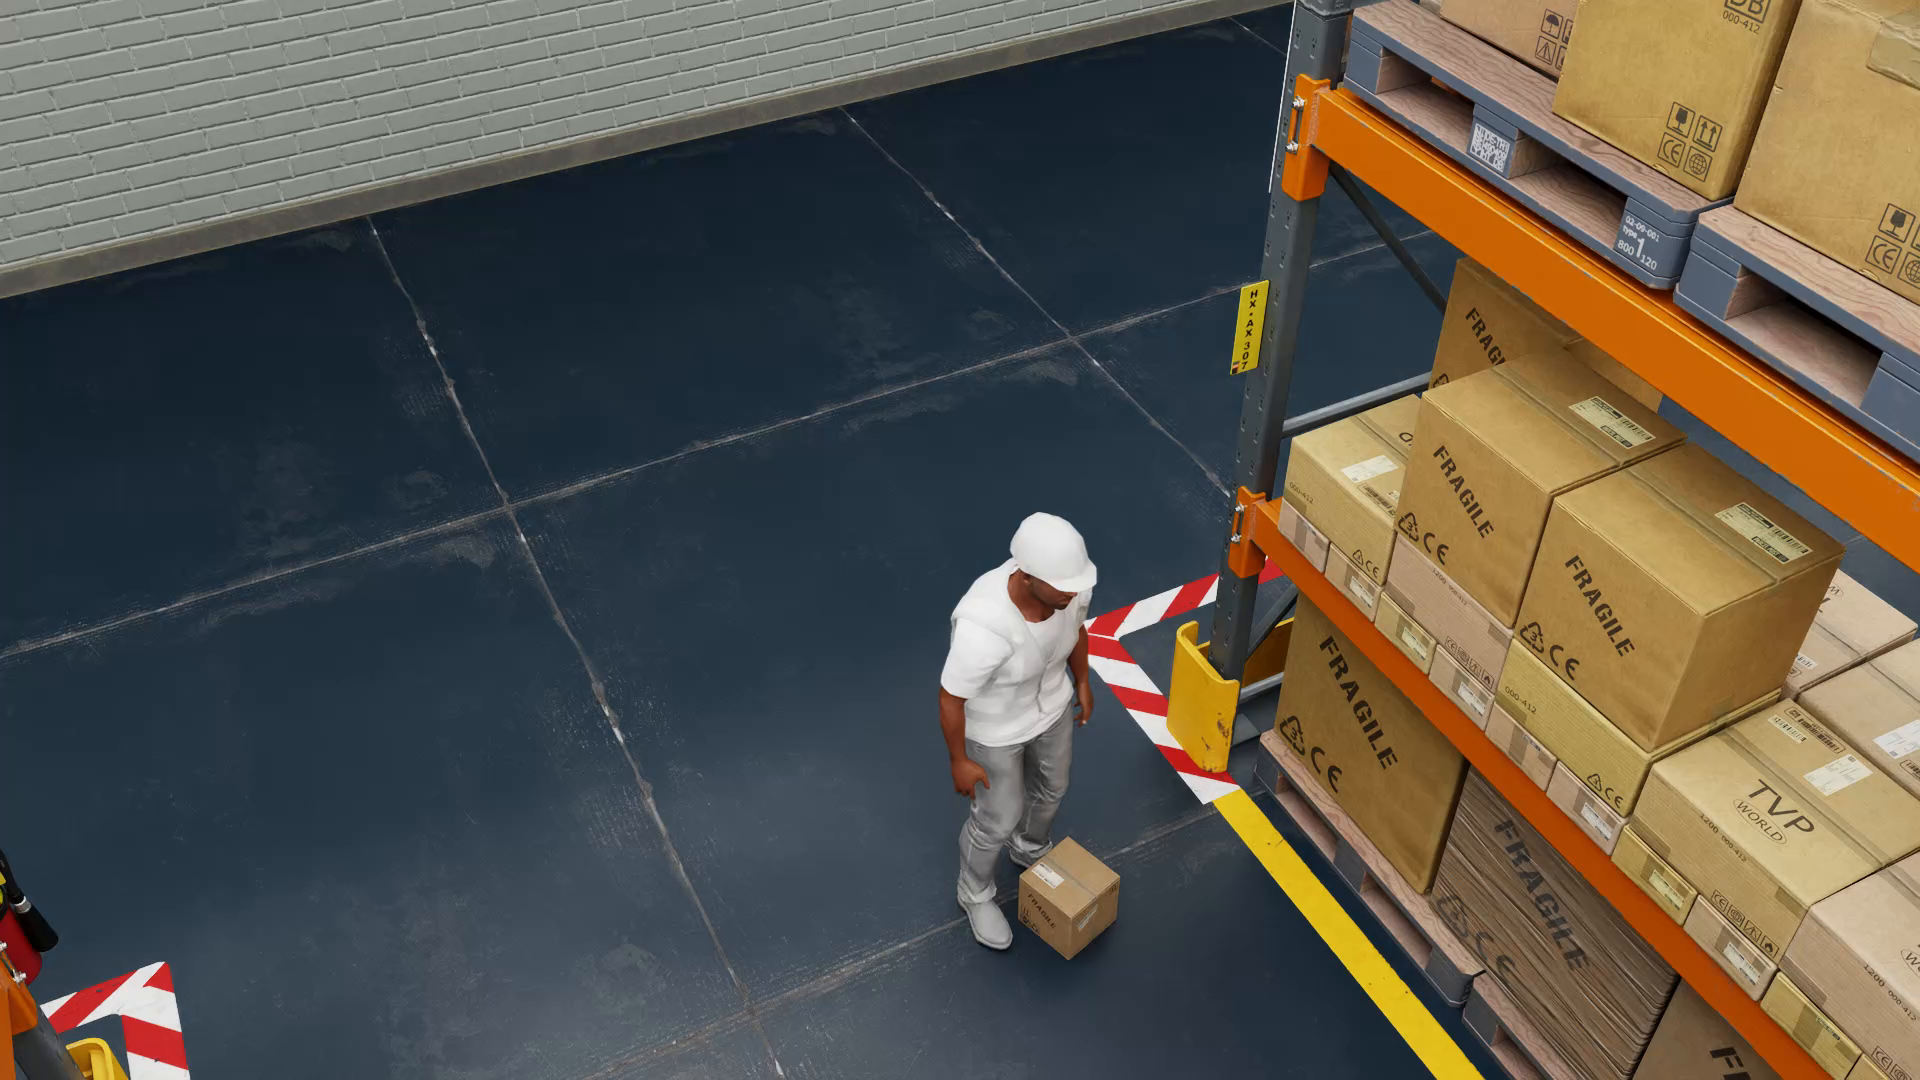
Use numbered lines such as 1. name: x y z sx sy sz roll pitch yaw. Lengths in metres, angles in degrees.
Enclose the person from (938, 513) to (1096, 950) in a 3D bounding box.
1. person: 0.206 0.593 5.466 0.626 1.756 0.461 -31 50 -31
